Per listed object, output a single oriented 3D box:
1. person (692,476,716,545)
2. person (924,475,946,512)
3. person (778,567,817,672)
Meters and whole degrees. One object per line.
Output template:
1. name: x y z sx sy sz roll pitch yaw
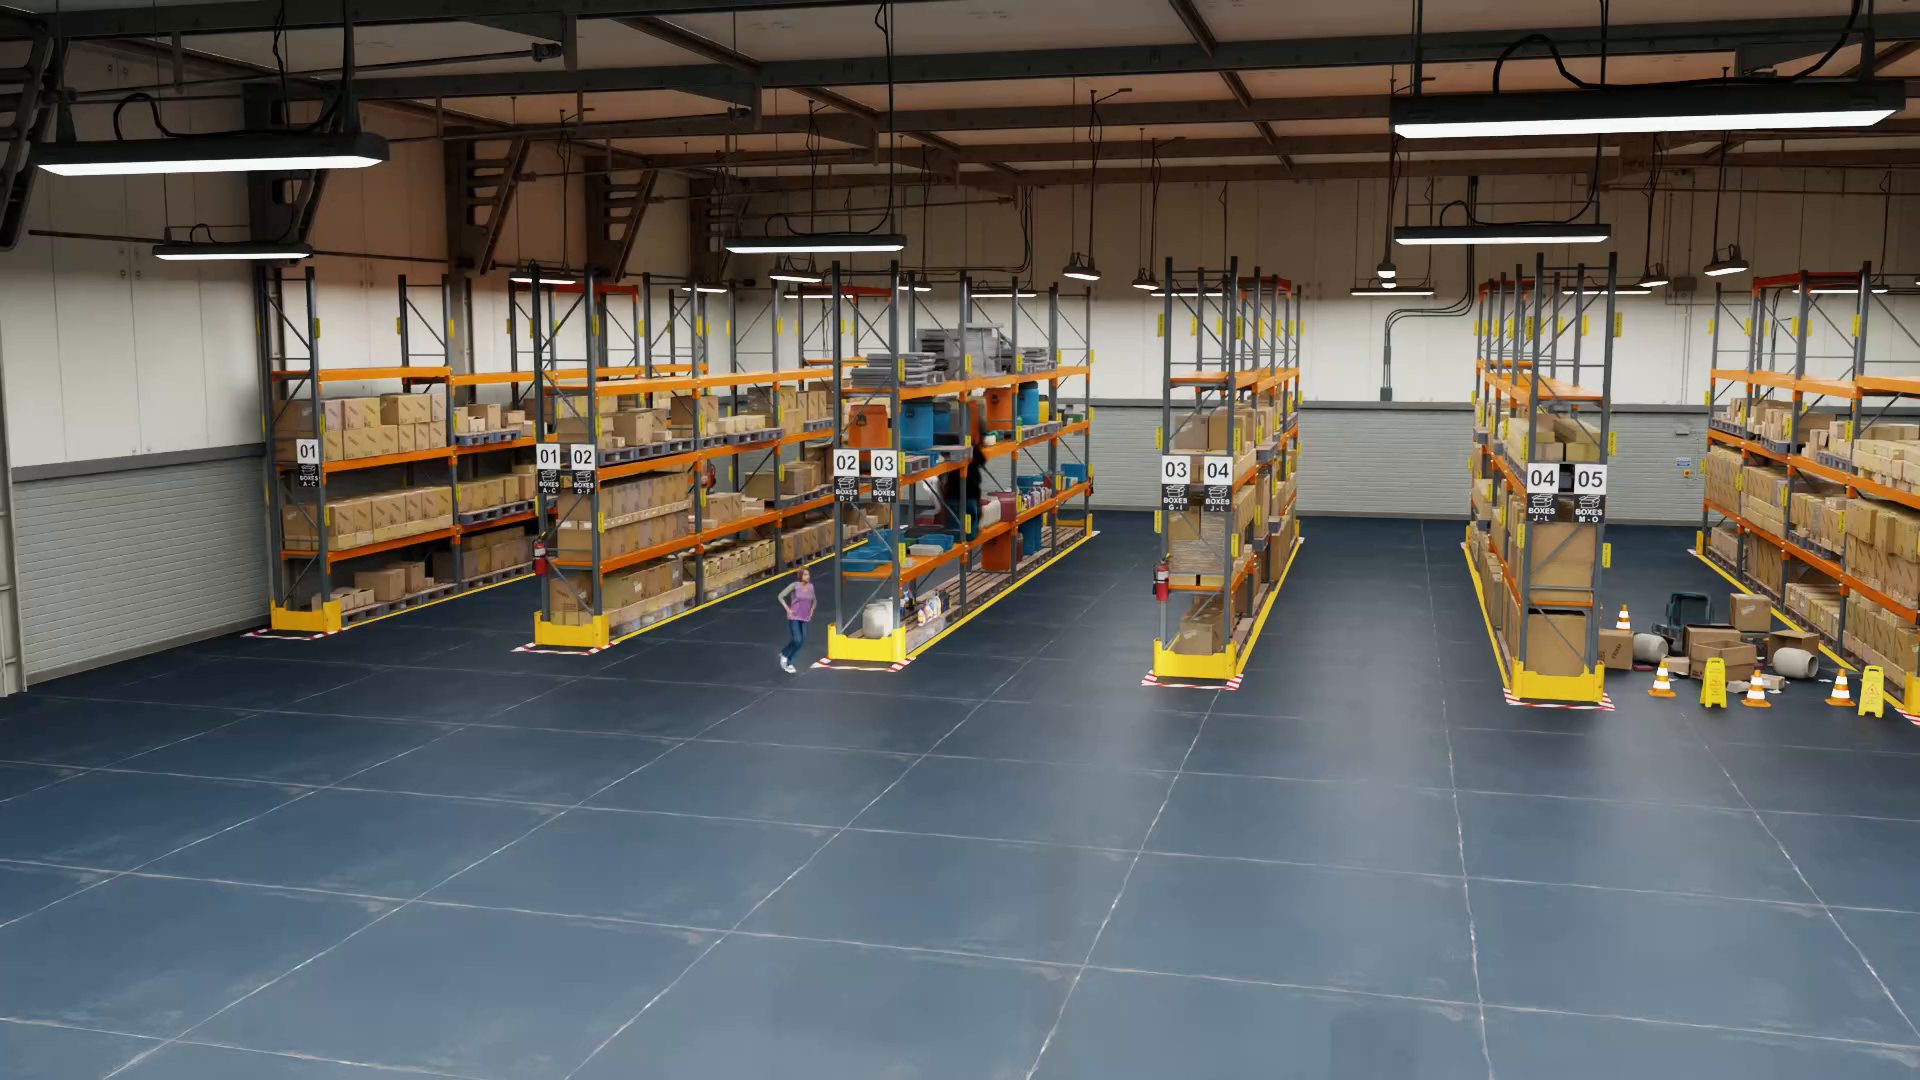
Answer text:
1. person: -5.779 -0.602 37.635 0.662 1.720 0.868 1 7 8
2. person: -0.632 -1.144 42.325 0.513 1.634 0.667 6 10 41
3. person: -2.327 1.165 24.256 0.556 1.540 0.514 -5 9 -35
